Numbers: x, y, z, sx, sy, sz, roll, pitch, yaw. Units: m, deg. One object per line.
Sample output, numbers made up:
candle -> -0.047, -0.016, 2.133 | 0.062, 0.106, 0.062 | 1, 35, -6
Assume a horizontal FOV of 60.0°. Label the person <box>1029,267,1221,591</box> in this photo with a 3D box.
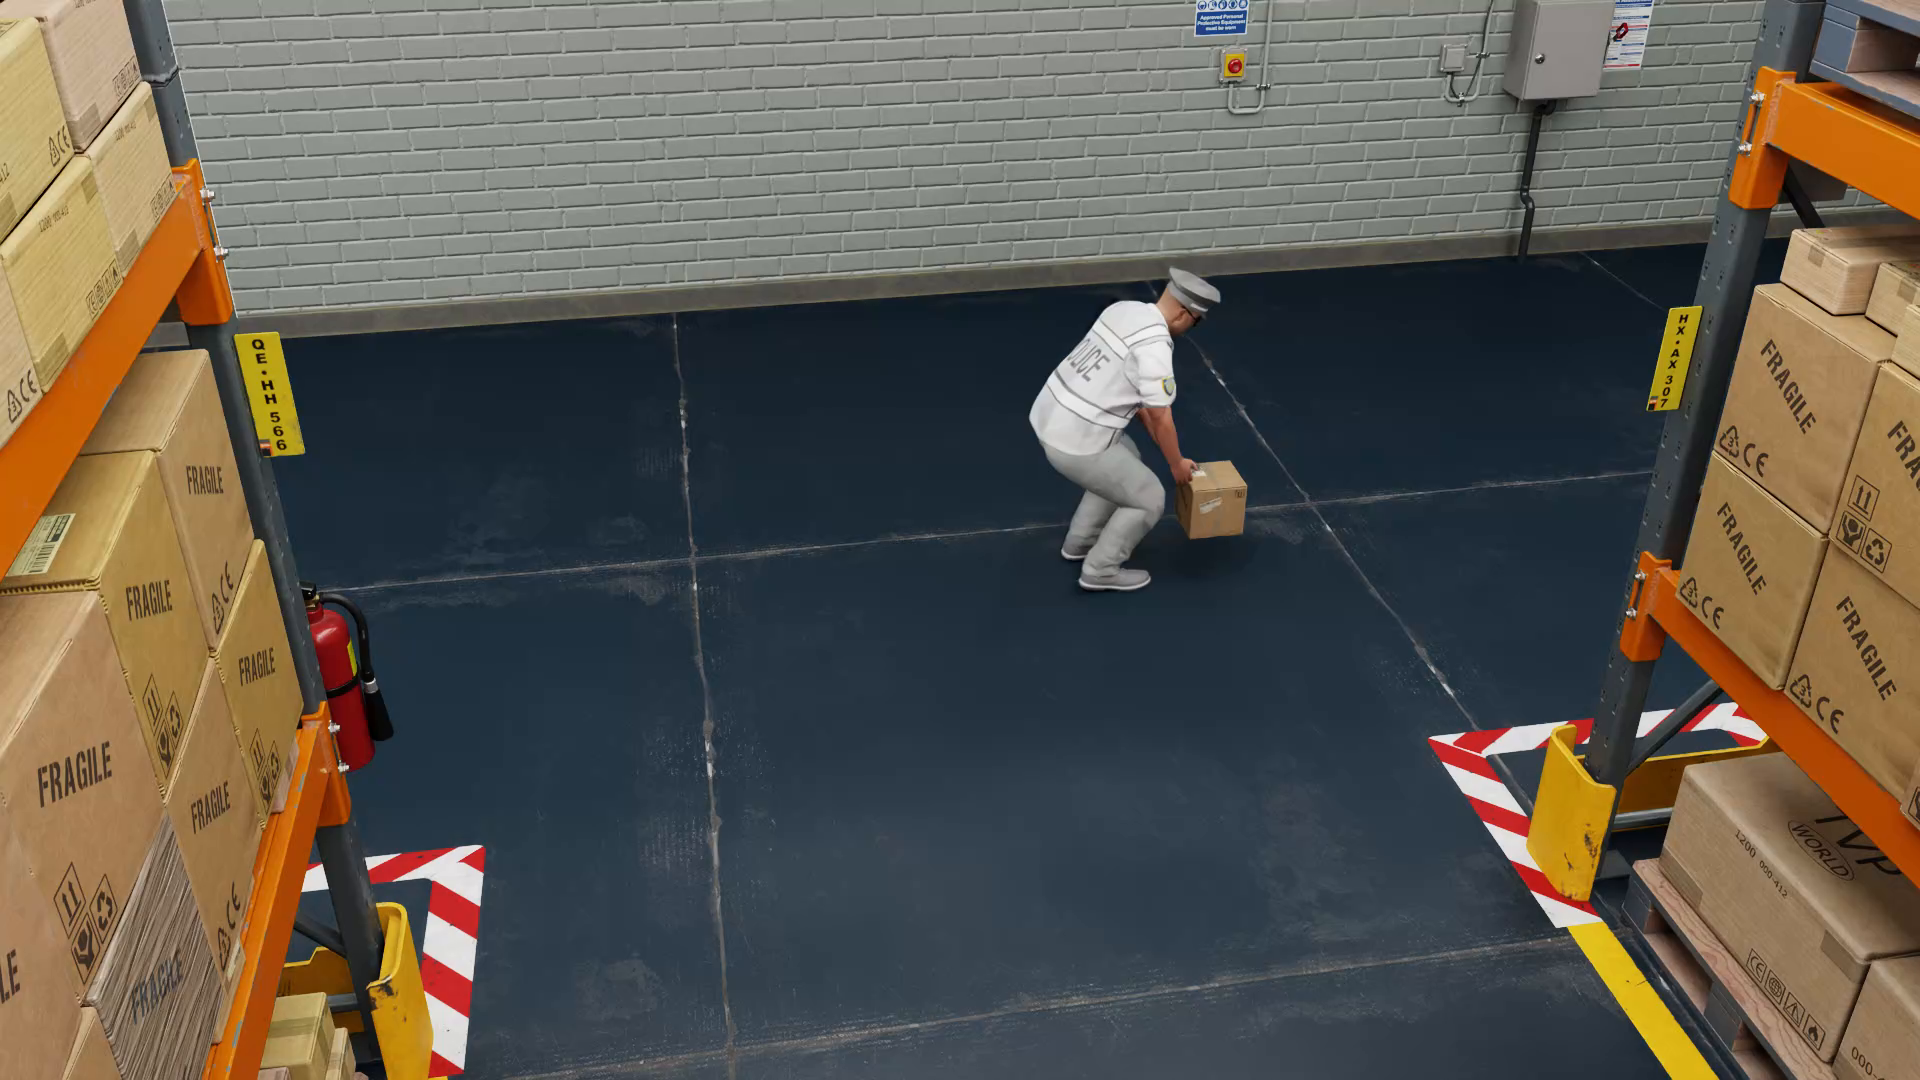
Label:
person -> 0.706, -0.491, 7.302 | 0.808, 1.412, 0.591 | -5, 31, -9
